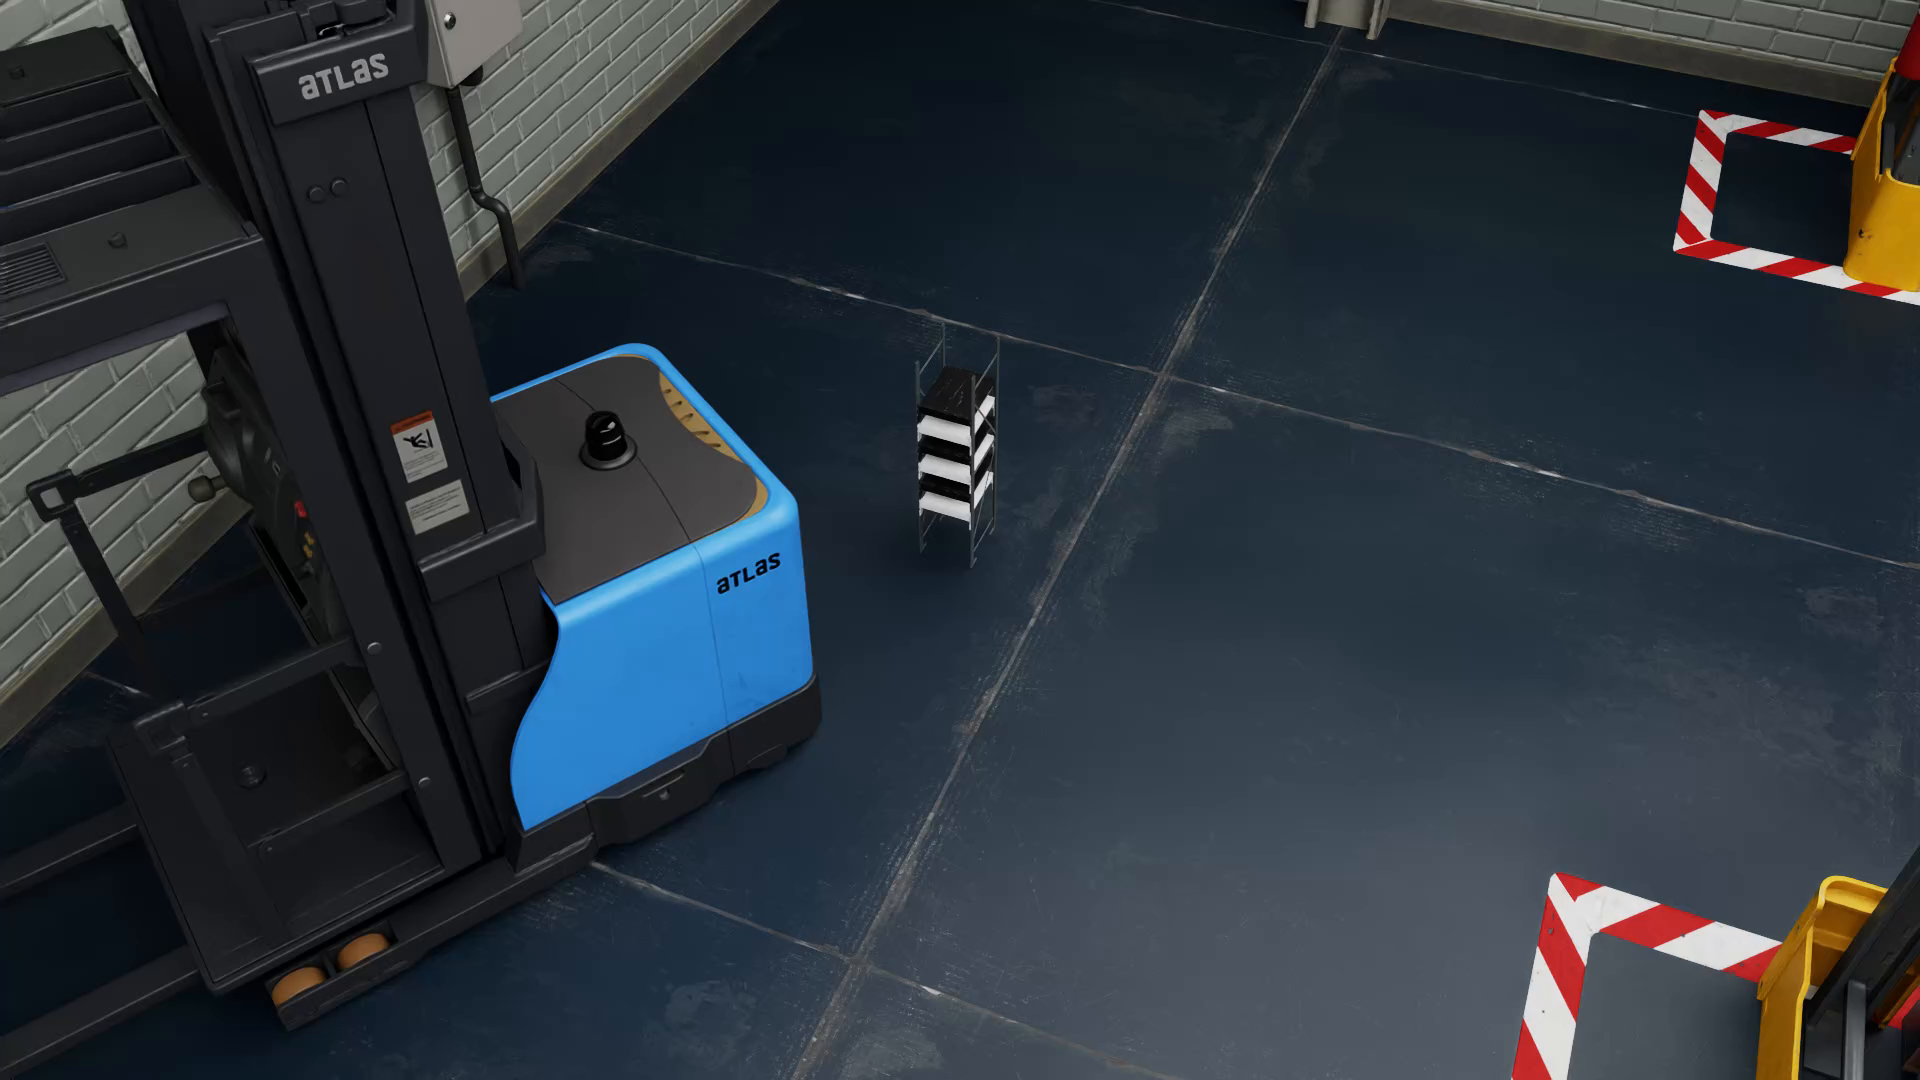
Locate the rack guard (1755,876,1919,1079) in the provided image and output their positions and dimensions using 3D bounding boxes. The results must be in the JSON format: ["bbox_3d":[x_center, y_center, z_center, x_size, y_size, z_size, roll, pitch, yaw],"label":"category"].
[{"bbox_3d":[2.327,1.520,4.368,0.348,0.500,1.175,16,47,16],"label":"rack guard"}]

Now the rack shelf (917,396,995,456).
[{"bbox_3d":[-0.007,-0.425,5.831,0.200,0.077,0.258,16,47,16],"label":"rack shelf"}]

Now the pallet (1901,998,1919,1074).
[{"bbox_3d":[3.117,1.795,4.296,1.213,0.211,1.003,16,47,16],"label":"pallet"}]

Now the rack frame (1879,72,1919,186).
[{"bbox_3d":[4.257,-2.591,6.728,0.127,3.000,1.000,16,47,16],"label":"rack frame"}]

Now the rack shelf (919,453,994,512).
[{"bbox_3d":[-0.007,-0.234,6.022,0.200,0.077,0.258,16,47,16],"label":"rack shelf"}]

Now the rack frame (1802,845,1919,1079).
[{"bbox_3d":[2.349,0.641,3.479,0.127,3.000,1.000,16,47,16],"label":"rack frame"}]

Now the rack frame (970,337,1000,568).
[{"bbox_3d":[0.086,-0.294,5.907,0.006,0.900,0.240,16,47,16],"label":"rack frame"}]

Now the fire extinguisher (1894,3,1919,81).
[{"bbox_3d":[3.943,-2.171,6.624,0.183,0.674,0.296,16,47,16],"label":"fire extinguisher"}]

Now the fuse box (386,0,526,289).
[{"bbox_3d":[-1.920,-1.746,6.792,0.414,1.711,0.539,16,47,16],"label":"fuse box"}]

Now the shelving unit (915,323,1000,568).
[{"bbox_3d":[-0.007,-0.321,5.935,0.210,0.900,0.258,16,47,16],"label":"shelving unit"}]

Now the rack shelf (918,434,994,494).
[{"bbox_3d":[-0.007,-0.298,5.958,0.200,0.077,0.258,16,47,16],"label":"rack shelf"}]

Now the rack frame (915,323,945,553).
[{"bbox_3d":[-0.101,-0.349,5.963,0.006,0.900,0.240,16,47,16],"label":"rack frame"}]

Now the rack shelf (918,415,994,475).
[{"bbox_3d":[-0.007,-0.361,5.895,0.200,0.077,0.258,16,47,16],"label":"rack shelf"}]

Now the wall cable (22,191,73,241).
[{"bbox_3d":[-2.864,-1.247,4.634,0.123,1.953,0.585,16,47,16],"label":"wall cable"}]

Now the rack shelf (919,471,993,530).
[{"bbox_3d":[-0.007,-0.170,6.085,0.200,0.077,0.258,16,47,16],"label":"rack shelf"}]

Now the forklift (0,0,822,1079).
[{"bbox_3d":[-1.958,-0.064,4.236,3.031,2.935,1.130,-26,51,-24],"label":"forklift"}]

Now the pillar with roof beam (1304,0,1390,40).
[{"bbox_3d":[0.458,-3.235,3.121,0.400,9.000,9.100,16,47,16],"label":"pillar with roof beam"}]

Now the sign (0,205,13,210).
[{"bbox_3d":[-2.939,-0.956,4.893,0.001,0.218,0.327,16,47,16],"label":"sign"}]

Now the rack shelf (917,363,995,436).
[{"bbox_3d":[-0.007,-0.489,5.768,0.200,0.077,0.258,16,47,16],"label":"rack shelf"}]

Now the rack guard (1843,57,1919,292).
[{"bbox_3d":[4.327,-1.685,7.589,0.348,0.500,1.175,16,47,16],"label":"rack guard"}]
